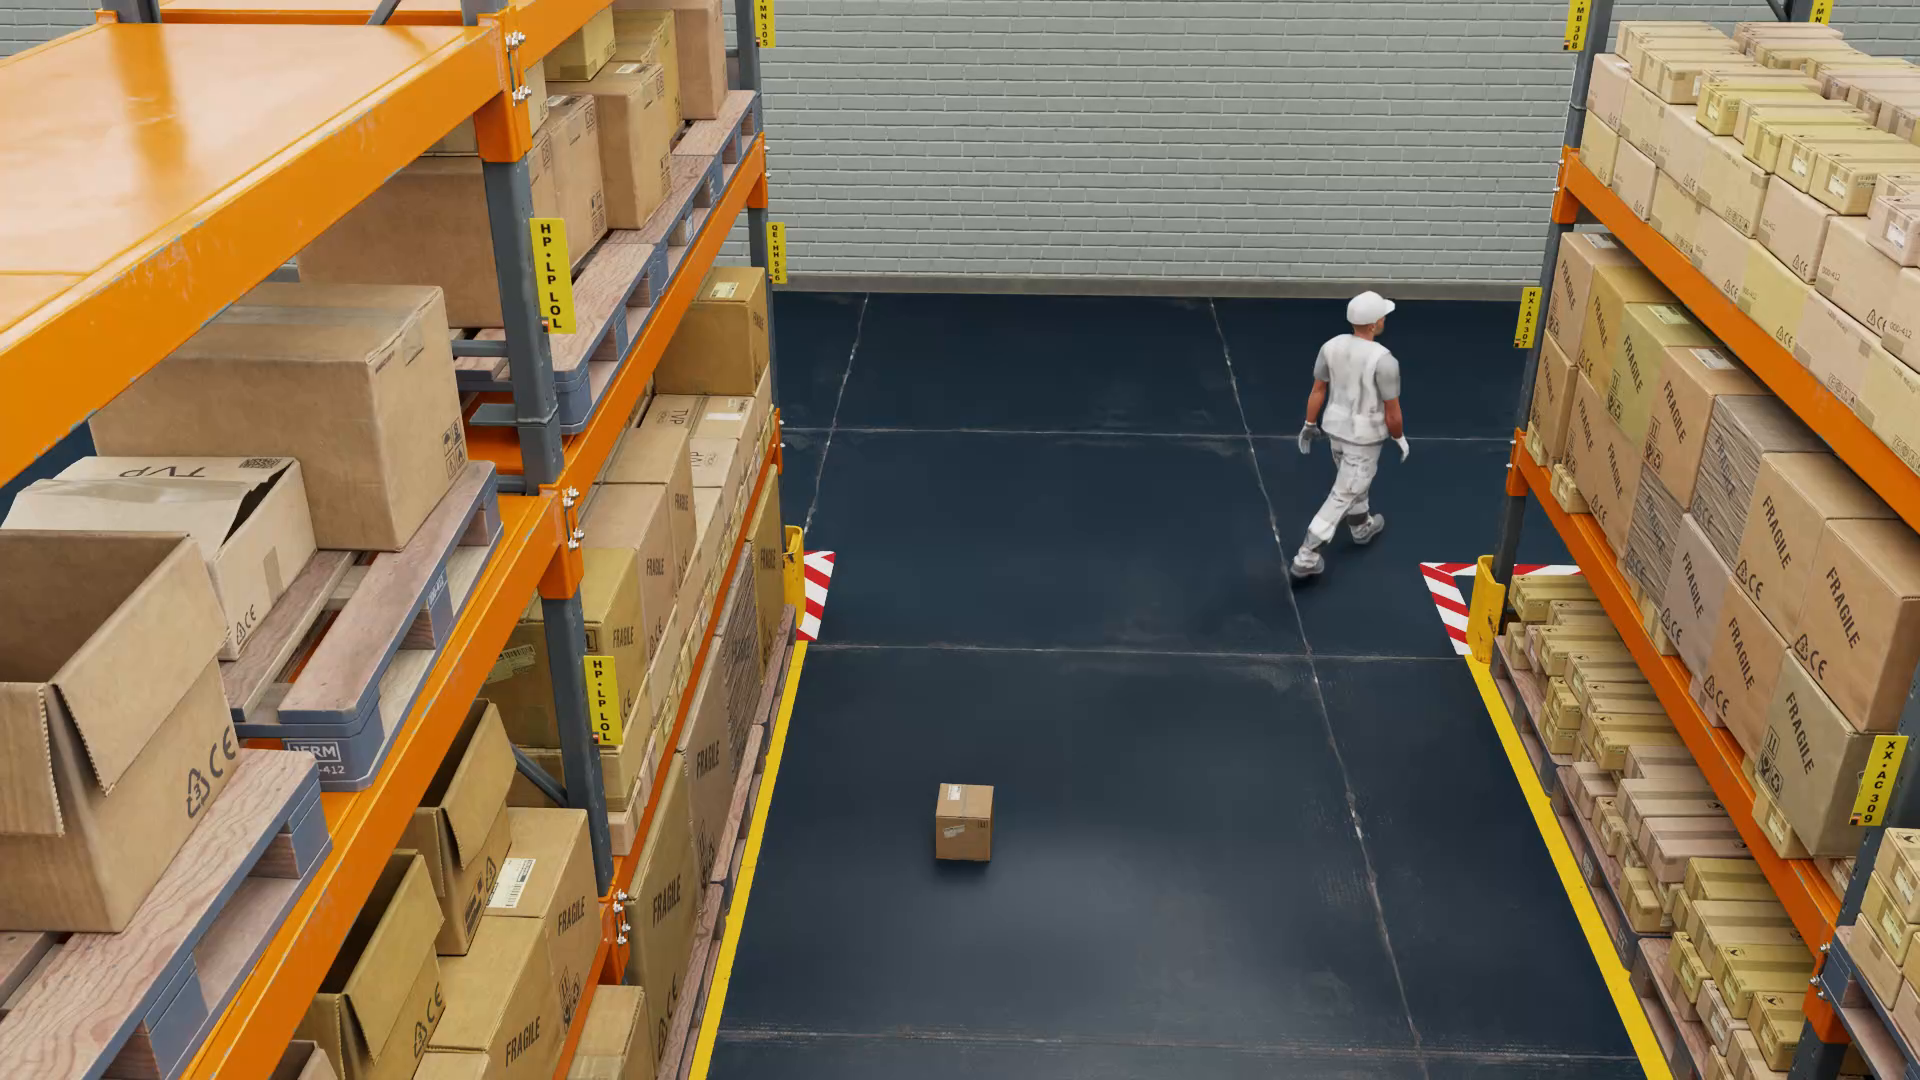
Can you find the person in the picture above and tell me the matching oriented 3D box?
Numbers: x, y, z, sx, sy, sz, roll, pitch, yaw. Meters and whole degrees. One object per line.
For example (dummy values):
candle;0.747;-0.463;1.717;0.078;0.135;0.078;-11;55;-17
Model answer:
person;2.375;-0.651;9.843;1.023;1.751;0.589;-20;34;-33
